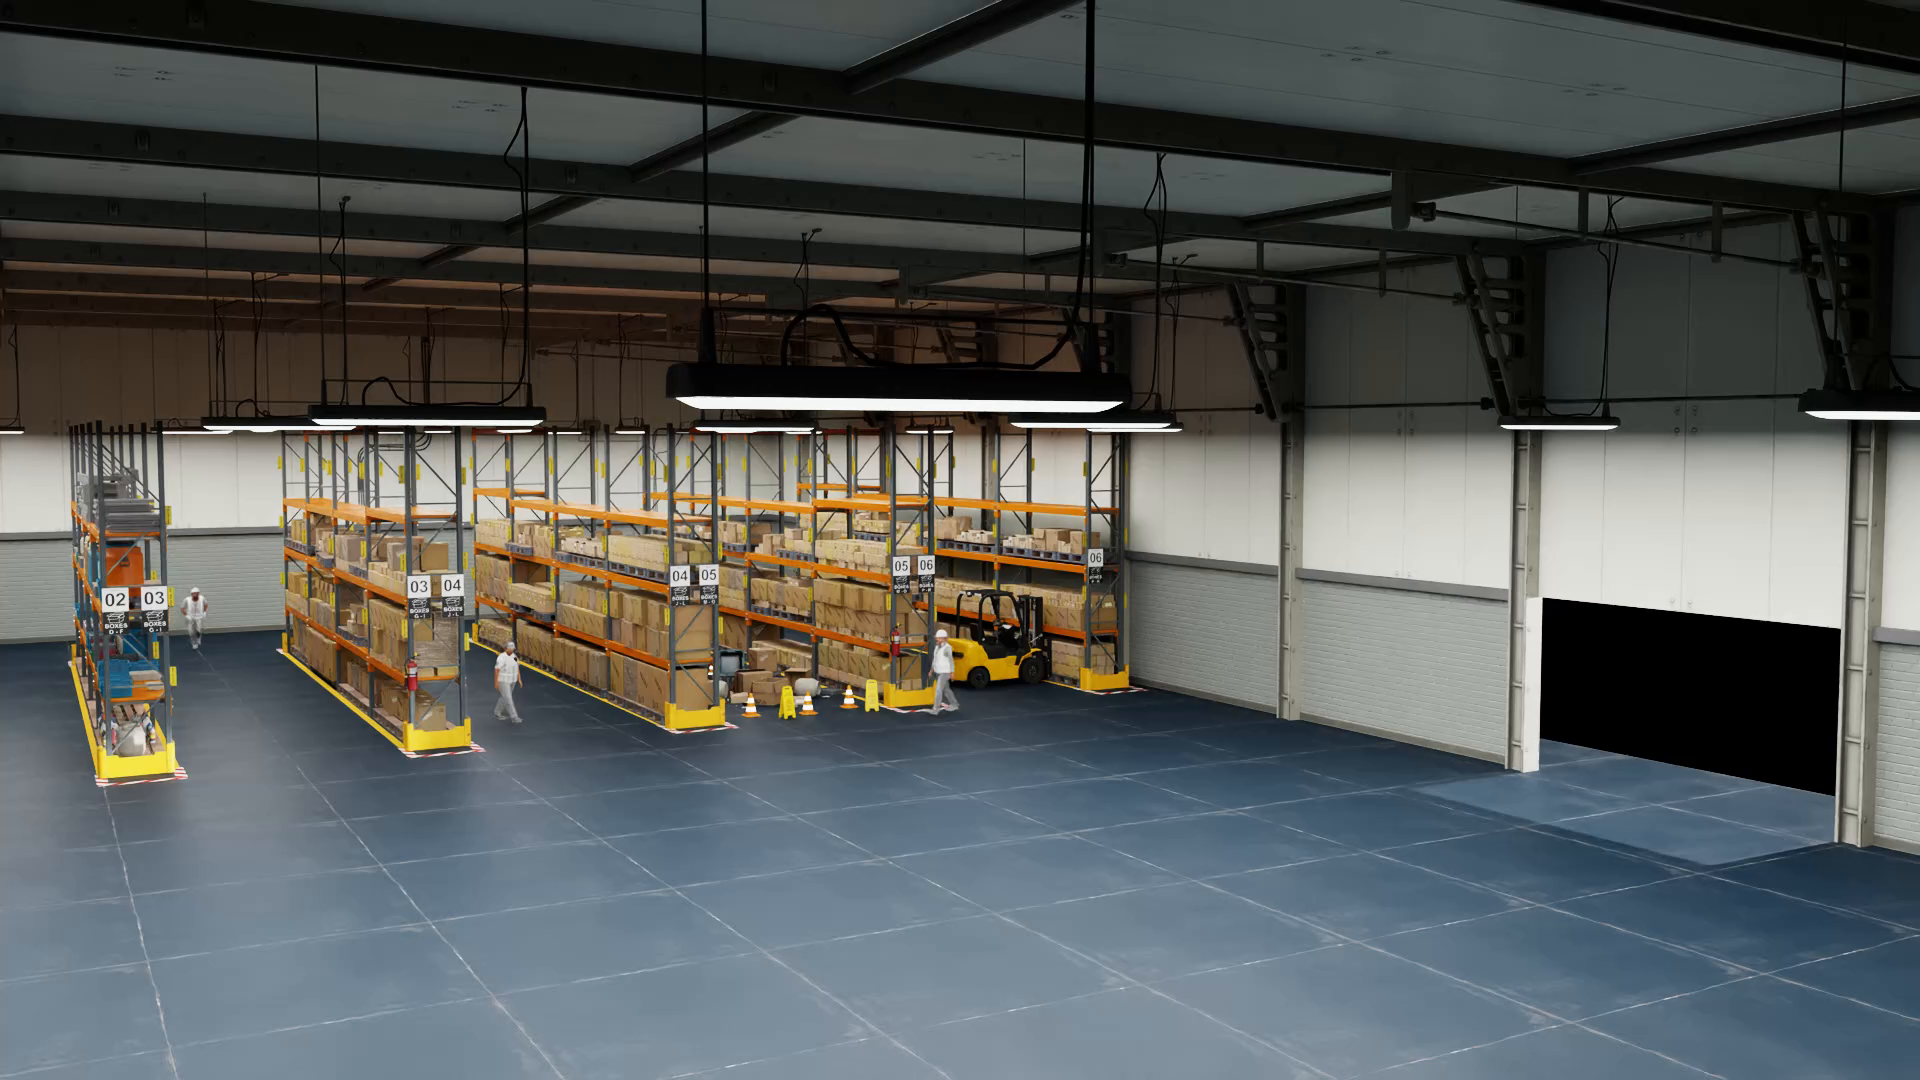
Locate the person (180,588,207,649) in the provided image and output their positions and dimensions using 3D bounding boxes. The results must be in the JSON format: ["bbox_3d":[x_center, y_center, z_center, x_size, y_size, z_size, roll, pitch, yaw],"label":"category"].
[{"bbox_3d":[-20.692,2.112,44.927,0.654,1.679,0.654,-1,4,-22],"label":"person"}]

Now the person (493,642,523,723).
[{"bbox_3d":[-9.031,2.835,33.307,1.008,1.606,0.516,2,4,27],"label":"person"}]

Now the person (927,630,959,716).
[{"bbox_3d":[-0.381,2.729,34.452,0.869,1.757,0.541,-2,4,-26],"label":"person"}]
